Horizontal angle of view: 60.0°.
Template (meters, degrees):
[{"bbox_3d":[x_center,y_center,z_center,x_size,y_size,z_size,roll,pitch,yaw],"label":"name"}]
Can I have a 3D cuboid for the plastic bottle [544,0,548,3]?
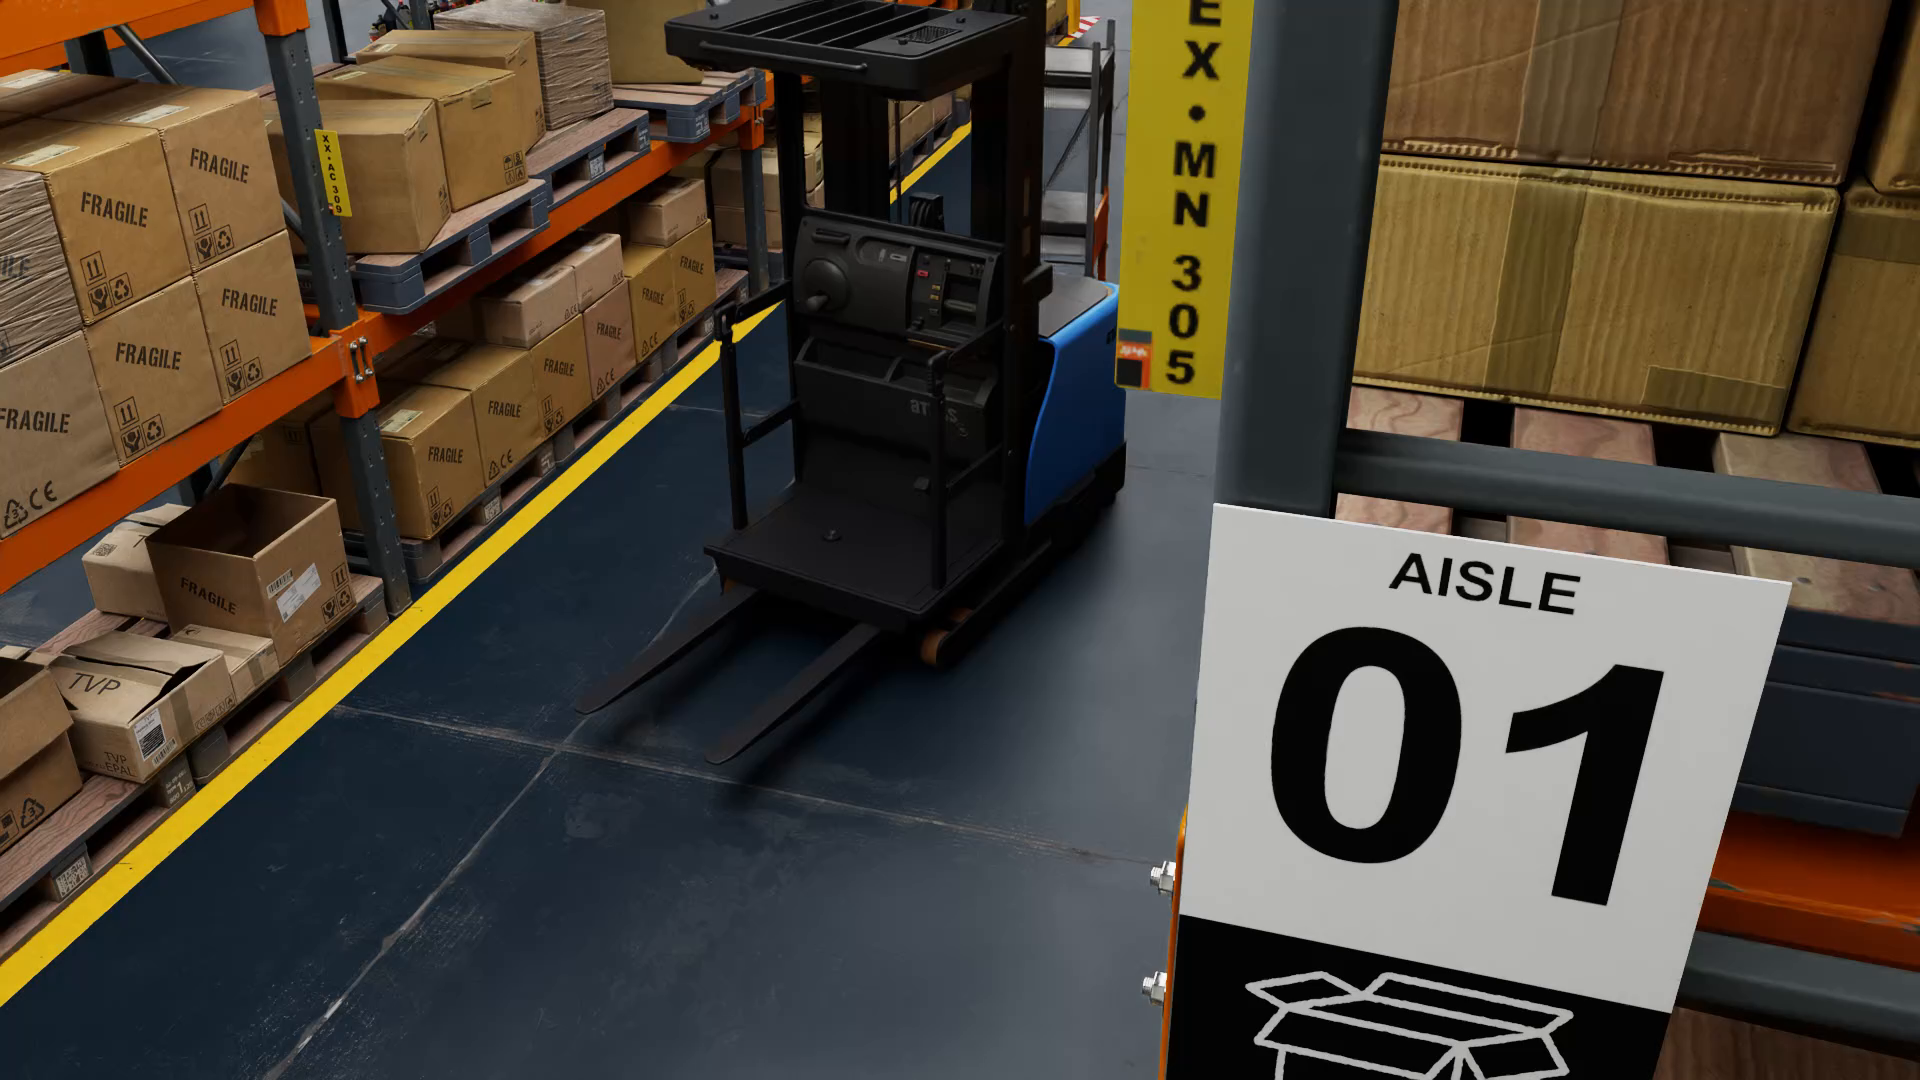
[{"bbox_3d":[-4.211,-5.411,16.818,0.097,0.201,0.097,0,29,0],"label":"plastic bottle"}]

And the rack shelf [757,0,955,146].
[{"bbox_3d":[-1.118,-3.547,11.780,1.077,0.370,4.000,8,30,15],"label":"rack shelf"}]

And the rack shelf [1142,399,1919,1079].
[{"bbox_3d":[1.271,-0.435,3.100,1.077,0.370,4.000,8,30,15],"label":"rack shelf"}]

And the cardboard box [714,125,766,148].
[{"bbox_3d":[-1.640,-2.680,11.301,0.500,0.311,0.500,8,30,14],"label":"cardboard box"}]

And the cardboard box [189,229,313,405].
[{"bbox_3d":[-2.780,-0.848,6.085,0.500,0.500,0.500,9,30,16],"label":"cardboard box"}]

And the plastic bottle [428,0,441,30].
[{"bbox_3d":[-5.095,-5.081,16.141,0.061,0.283,0.133,8,30,15],"label":"plastic bottle"}]

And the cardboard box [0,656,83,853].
[{"bbox_3d":[-3.425,0.700,5.522,0.797,0.503,0.637,8,30,15],"label":"cardboard box"}]

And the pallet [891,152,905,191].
[{"bbox_3d":[-1.066,-2.655,12.306,1.003,0.211,1.213,8,30,15],"label":"pallet"}]

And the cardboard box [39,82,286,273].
[{"bbox_3d":[-2.780,-1.282,5.837,0.500,0.500,0.500,9,30,15],"label":"cardboard box"}]

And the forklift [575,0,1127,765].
[{"bbox_3d":[-0.378,-1.011,6.552,1.130,2.935,3.031,16,33,26],"label":"forklift"}]

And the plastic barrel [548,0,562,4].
[{"bbox_3d":[-4.358,-5.905,17.406,0.421,0.512,0.421,0,29,0],"label":"plastic barrel"}]

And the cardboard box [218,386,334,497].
[{"bbox_3d":[-3.008,-0.443,7.580,0.500,0.500,0.500,8,30,15],"label":"cardboard box"}]

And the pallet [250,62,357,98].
[{"bbox_3d":[-5.458,-3.910,14.562,1.003,0.211,1.213,8,30,15],"label":"pallet"}]

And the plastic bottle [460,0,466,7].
[{"bbox_3d":[-5.021,-5.401,16.727,0.097,0.271,0.097,0,29,0],"label":"plastic bottle"}]

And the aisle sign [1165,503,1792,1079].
[{"bbox_3d":[0.376,0.346,1.369,0.394,0.787,0.004,8,30,15],"label":"aisle sign"}]

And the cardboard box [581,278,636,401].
[{"bbox_3d":[-2.055,-1.078,8.722,0.500,0.500,0.500,7,30,13],"label":"cardboard box"}]

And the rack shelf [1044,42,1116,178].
[{"bbox_3d":[0.485,-2.040,7.843,0.431,0.518,0.480,6,29,11],"label":"rack shelf"}]

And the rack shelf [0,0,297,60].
[{"bbox_3d":[-3.466,-1.140,4.368,1.077,0.370,4.000,8,30,15],"label":"rack shelf"}]

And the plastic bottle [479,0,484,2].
[{"bbox_3d":[-4.921,-5.560,17.013,0.097,0.271,0.097,0,29,0],"label":"plastic bottle"}]

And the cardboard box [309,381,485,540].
[{"bbox_3d":[-2.504,-0.363,7.435,0.500,0.500,0.500,7,30,13],"label":"cardboard box"}]

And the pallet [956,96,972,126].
[{"bbox_3d":[-0.257,-3.936,14.608,1.003,0.211,1.213,8,30,15],"label":"pallet"}]

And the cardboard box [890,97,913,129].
[{"bbox_3d":[-0.671,-3.314,12.442,0.500,0.311,0.500,8,30,15],"label":"cardboard box"}]

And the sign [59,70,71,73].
[{"bbox_3d":[-3.410,-1.656,6.451,0.100,0.325,0.005,8,30,15],"label":"sign"}]

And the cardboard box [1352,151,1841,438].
[{"bbox_3d":[0.645,-0.360,1.845,0.500,0.250,0.500,9,30,16],"label":"cardboard box"}]

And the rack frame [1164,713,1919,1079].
[{"bbox_3d":[0.684,1.491,1.984,1.000,3.000,0.127,8,30,15],"label":"rack frame"}]

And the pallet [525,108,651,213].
[{"bbox_3d":[-2.271,-1.943,8.356,1.003,0.211,1.213,8,30,15],"label":"pallet"}]

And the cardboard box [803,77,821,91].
[{"bbox_3d":[-1.193,-3.389,12.575,0.500,0.311,0.500,8,30,13],"label":"cardboard box"}]

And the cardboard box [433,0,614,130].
[{"bbox_3d":[-2.233,-2.452,8.538,0.700,0.500,0.500,14,32,24],"label":"cardboard box"}]

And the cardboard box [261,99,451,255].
[{"bbox_3d":[-2.526,-1.488,6.805,0.700,0.500,0.500,-1,29,-2],"label":"cardboard box"}]

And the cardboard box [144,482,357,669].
[{"bbox_3d":[-2.775,0.132,6.545,0.500,0.500,0.500,8,30,15],"label":"cardboard box"}]

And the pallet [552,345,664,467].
[{"bbox_3d":[-2.320,-0.806,8.983,1.003,0.211,1.213,8,30,15],"label":"pallet"}]

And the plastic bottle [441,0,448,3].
[{"bbox_3d":[-5.110,-5.260,16.474,0.097,0.271,0.097,0,29,0],"label":"plastic bottle"}]

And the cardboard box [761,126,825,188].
[{"bbox_3d":[-1.124,-2.606,11.168,0.500,0.311,0.500,8,30,14],"label":"cardboard box"}]

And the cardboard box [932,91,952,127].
[{"bbox_3d":[-0.375,-3.539,13.422,0.500,0.250,0.500,8,30,14],"label":"cardboard box"}]

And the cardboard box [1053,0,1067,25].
[{"bbox_3d":[0.768,-5.340,16.660,0.500,0.250,0.500,8,30,15],"label":"cardboard box"}]

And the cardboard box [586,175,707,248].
[{"bbox_3d":[-1.767,-1.864,9.363,0.500,0.250,0.500,10,31,17],"label":"cardboard box"}]

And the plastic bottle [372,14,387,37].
[{"bbox_3d":[-5.439,-4.775,15.590,0.061,0.283,0.133,10,31,17],"label":"plastic bottle"}]

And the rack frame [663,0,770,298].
[{"bbox_3d":[-1.705,-2.932,9.935,1.000,3.000,0.127,8,30,15],"label":"rack frame"}]

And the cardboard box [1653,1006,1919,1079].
[{"bbox_3d":[0.824,1.122,2.340,0.980,0.700,0.700,10,31,17],"label":"cardboard box"}]

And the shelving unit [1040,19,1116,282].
[{"bbox_3d":[0.486,-1.439,8.175,0.431,2.100,0.503,6,29,11],"label":"shelving unit"}]

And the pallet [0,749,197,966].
[{"bbox_3d":[-3.438,1.034,5.675,1.003,0.211,1.213,8,30,15],"label":"pallet"}]

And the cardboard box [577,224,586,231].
[{"bbox_3d":[-2.260,-1.617,9.690,0.500,0.500,0.500,7,30,13],"label":"cardboard box"}]
